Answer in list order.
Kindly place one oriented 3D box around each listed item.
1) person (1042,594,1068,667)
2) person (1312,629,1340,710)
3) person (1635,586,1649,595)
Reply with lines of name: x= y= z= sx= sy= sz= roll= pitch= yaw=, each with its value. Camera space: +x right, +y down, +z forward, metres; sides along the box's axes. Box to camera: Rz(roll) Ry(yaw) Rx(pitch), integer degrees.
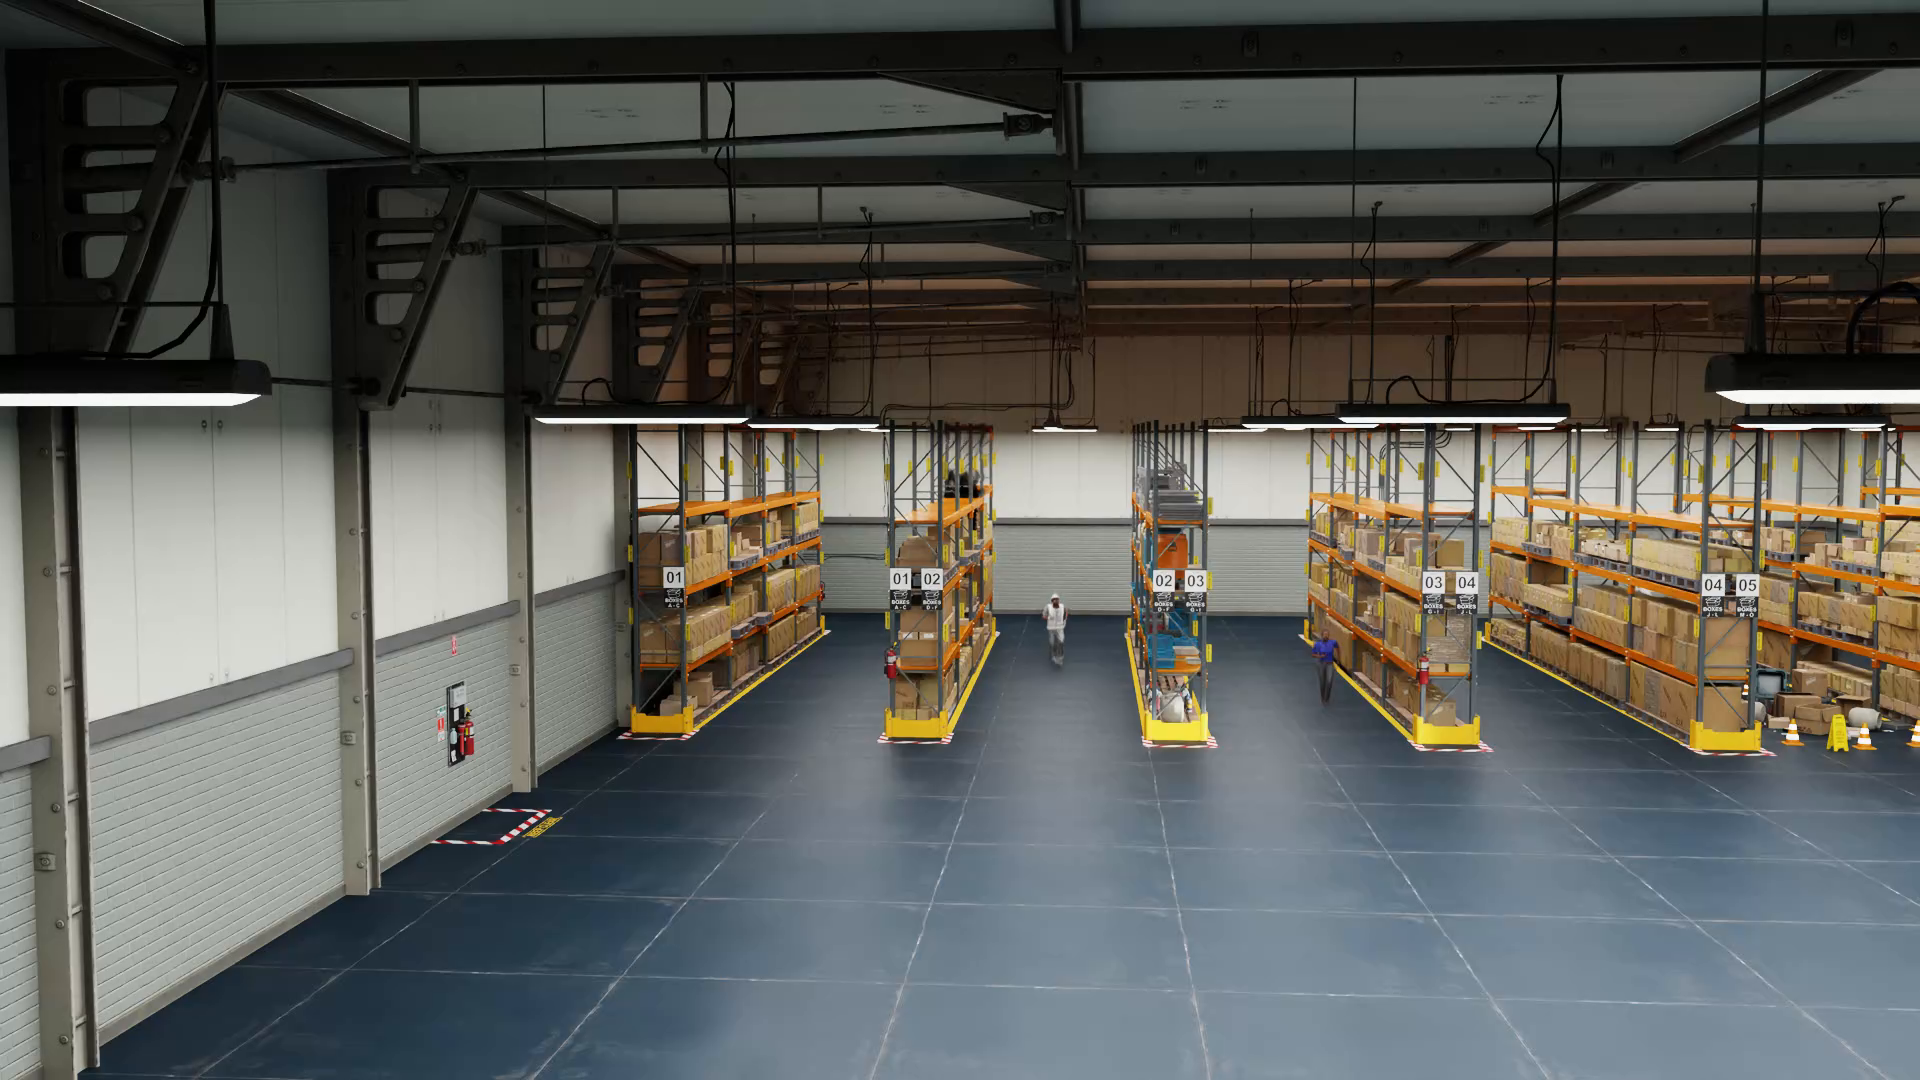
person: x=2.357 y=2.235 z=41.284 sx=0.658 sy=1.813 sz=0.801 roll=0 pitch=4 yaw=0
person: x=7.683 y=2.697 z=34.931 sx=0.598 sy=1.686 sz=0.834 roll=0 pitch=4 yaw=8
person: x=19.306 y=1.877 z=47.304 sx=0.648 sy=1.726 sz=0.699 roll=0 pitch=4 yaw=5
